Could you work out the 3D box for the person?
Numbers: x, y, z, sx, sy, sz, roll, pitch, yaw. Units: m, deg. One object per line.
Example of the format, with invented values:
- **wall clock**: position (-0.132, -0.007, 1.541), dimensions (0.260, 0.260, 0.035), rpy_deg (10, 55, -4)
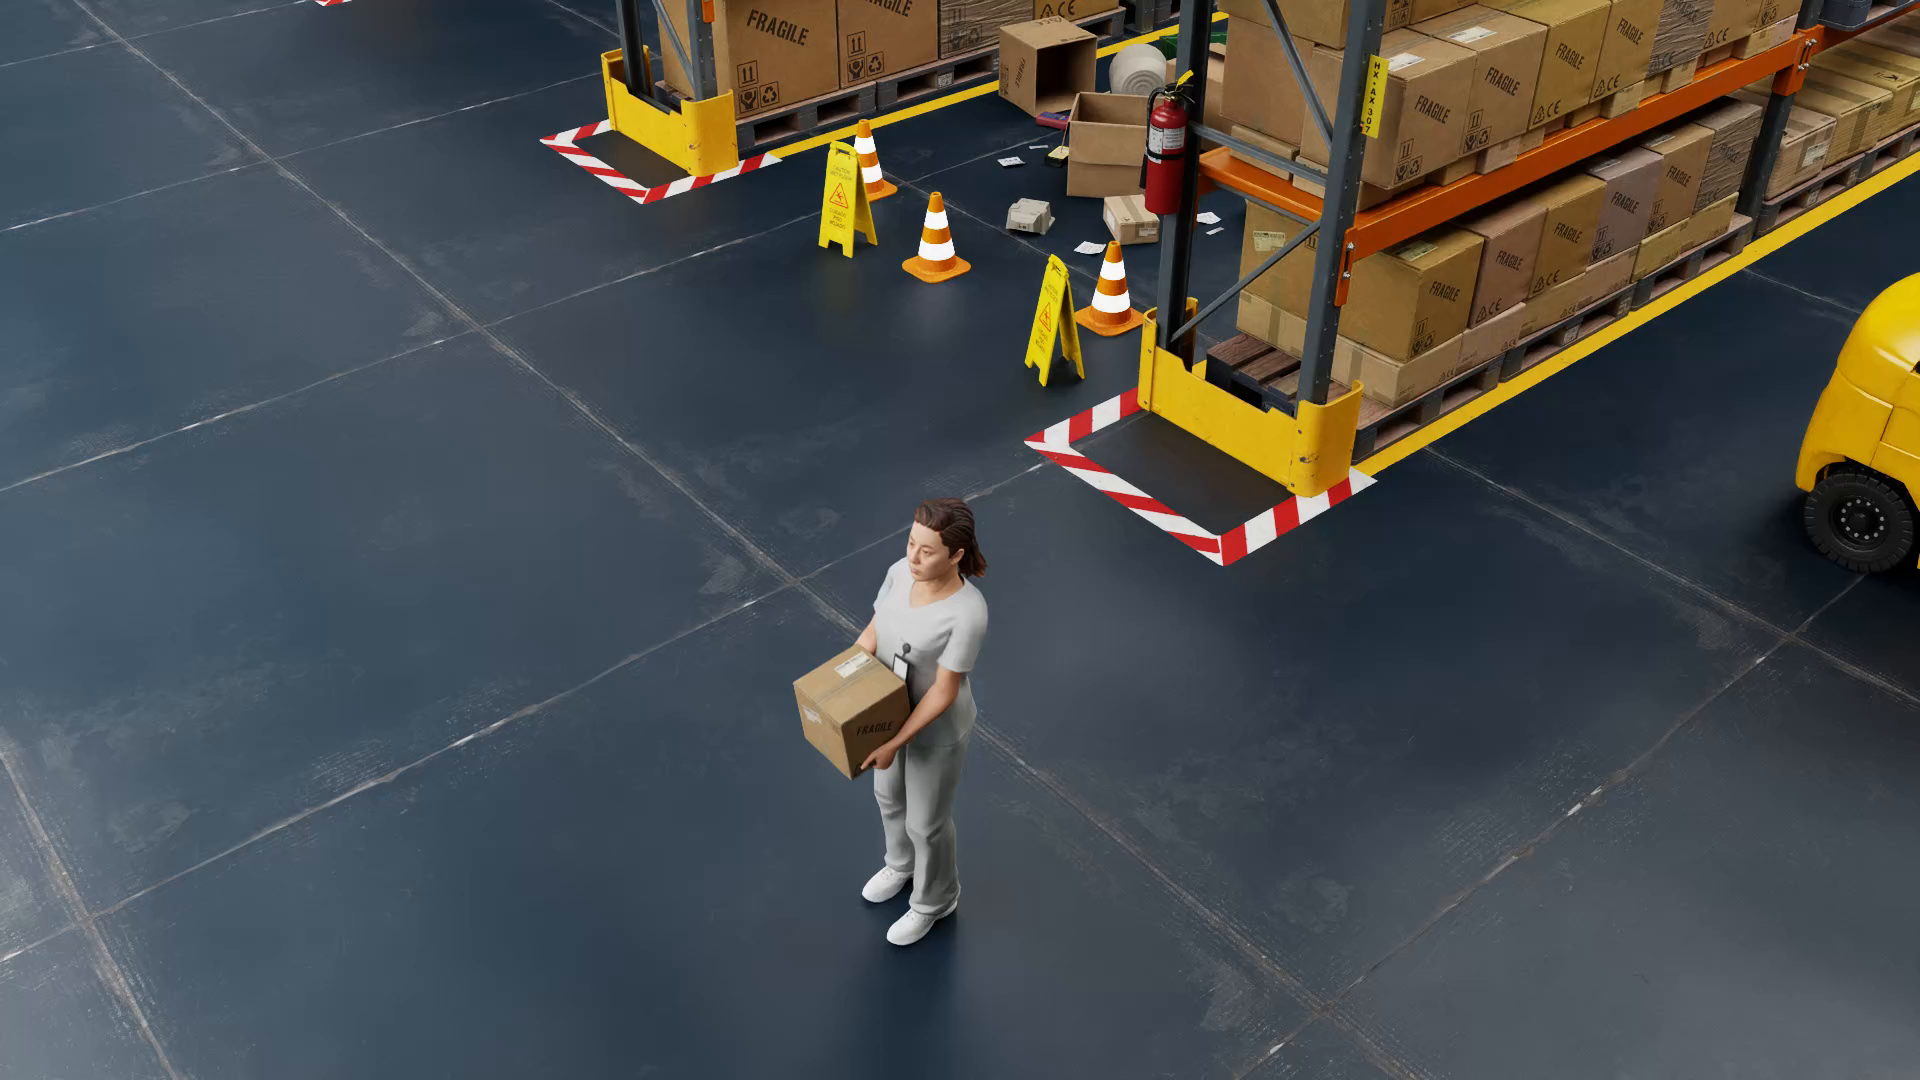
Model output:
- **person**: position (-0.166, 0.605, 5.329), dimensions (0.560, 1.663, 0.436), rpy_deg (-25, 43, -31)
